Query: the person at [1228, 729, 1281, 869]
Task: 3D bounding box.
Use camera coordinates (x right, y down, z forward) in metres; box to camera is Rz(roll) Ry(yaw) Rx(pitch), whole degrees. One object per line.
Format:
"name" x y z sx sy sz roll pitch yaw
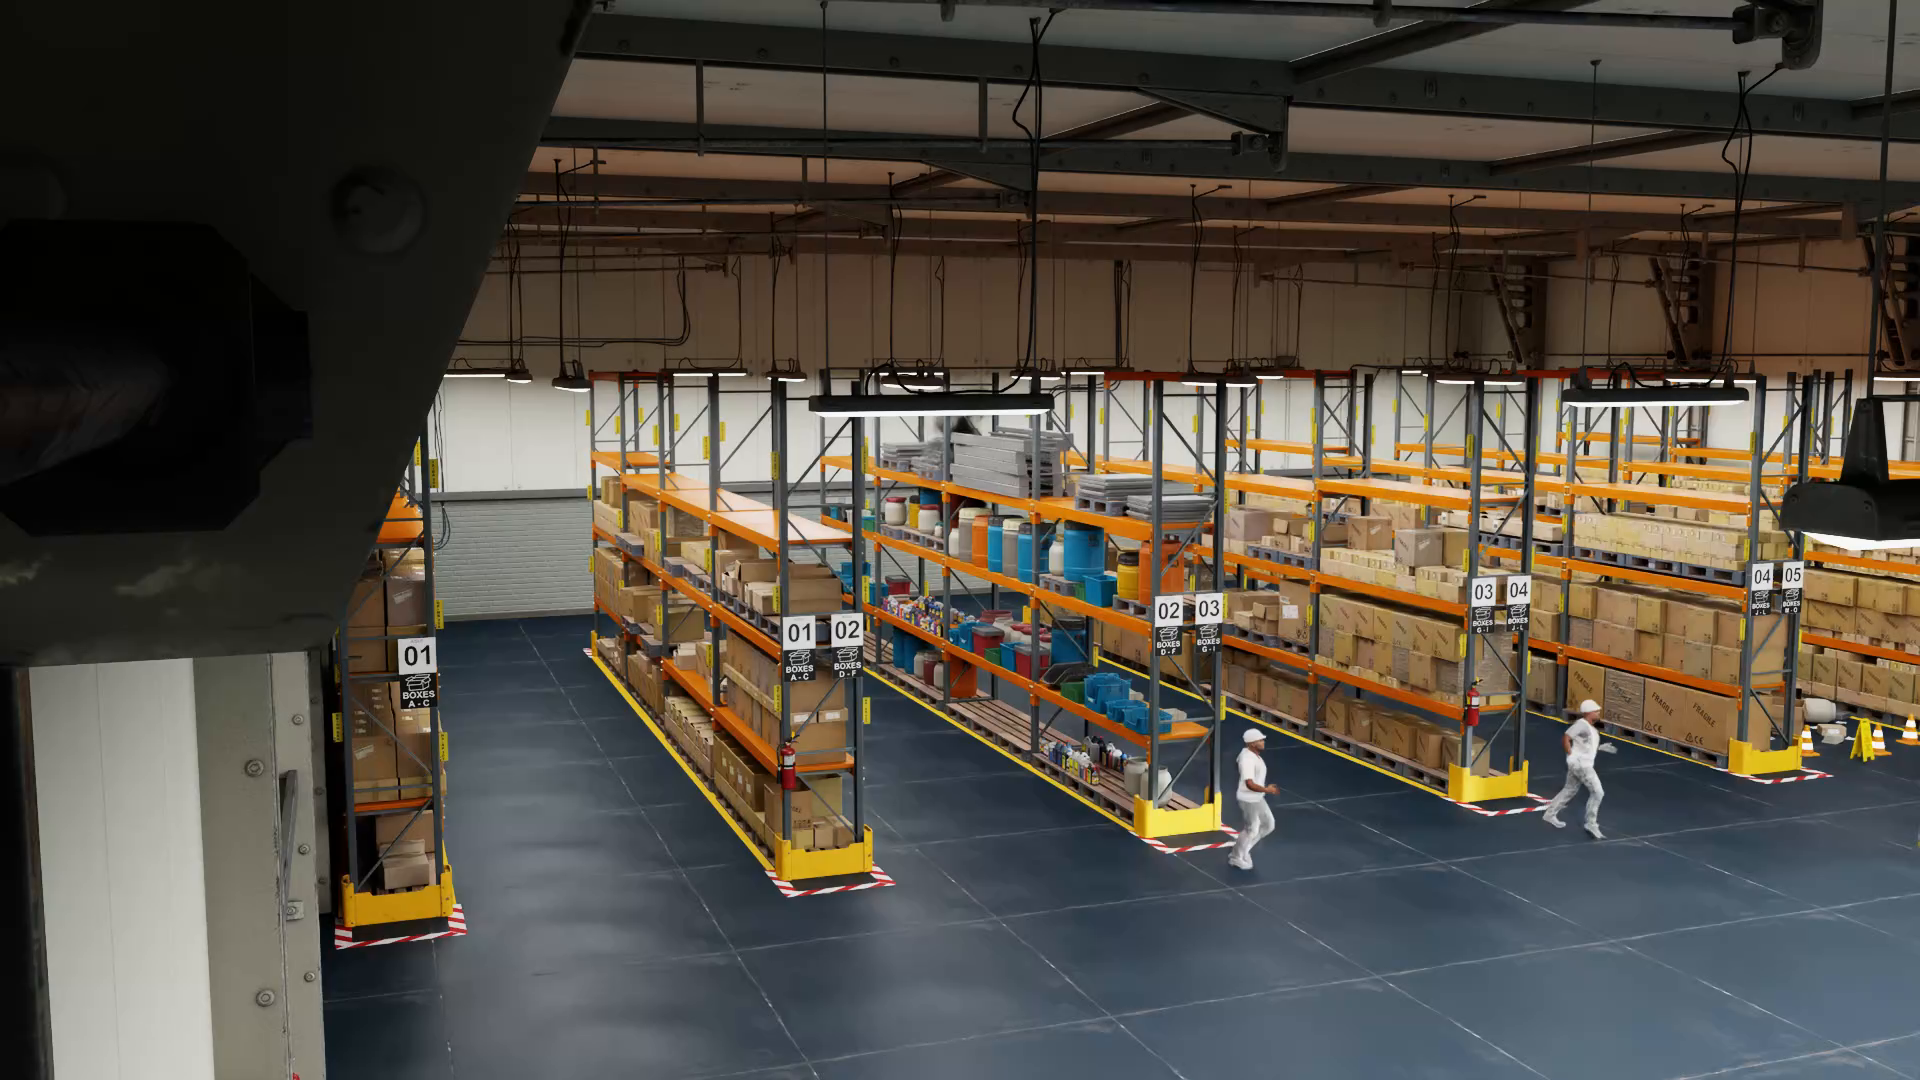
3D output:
"person" 3.645 3.182 20.498 0.631 1.744 0.732 2 7 17

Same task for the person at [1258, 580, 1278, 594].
"person" 7.515 0.884 41.234 0.647 1.699 0.749 3 7 28

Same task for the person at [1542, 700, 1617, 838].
"person" 8.223 3.011 22.006 0.871 1.825 0.605 2 7 18
